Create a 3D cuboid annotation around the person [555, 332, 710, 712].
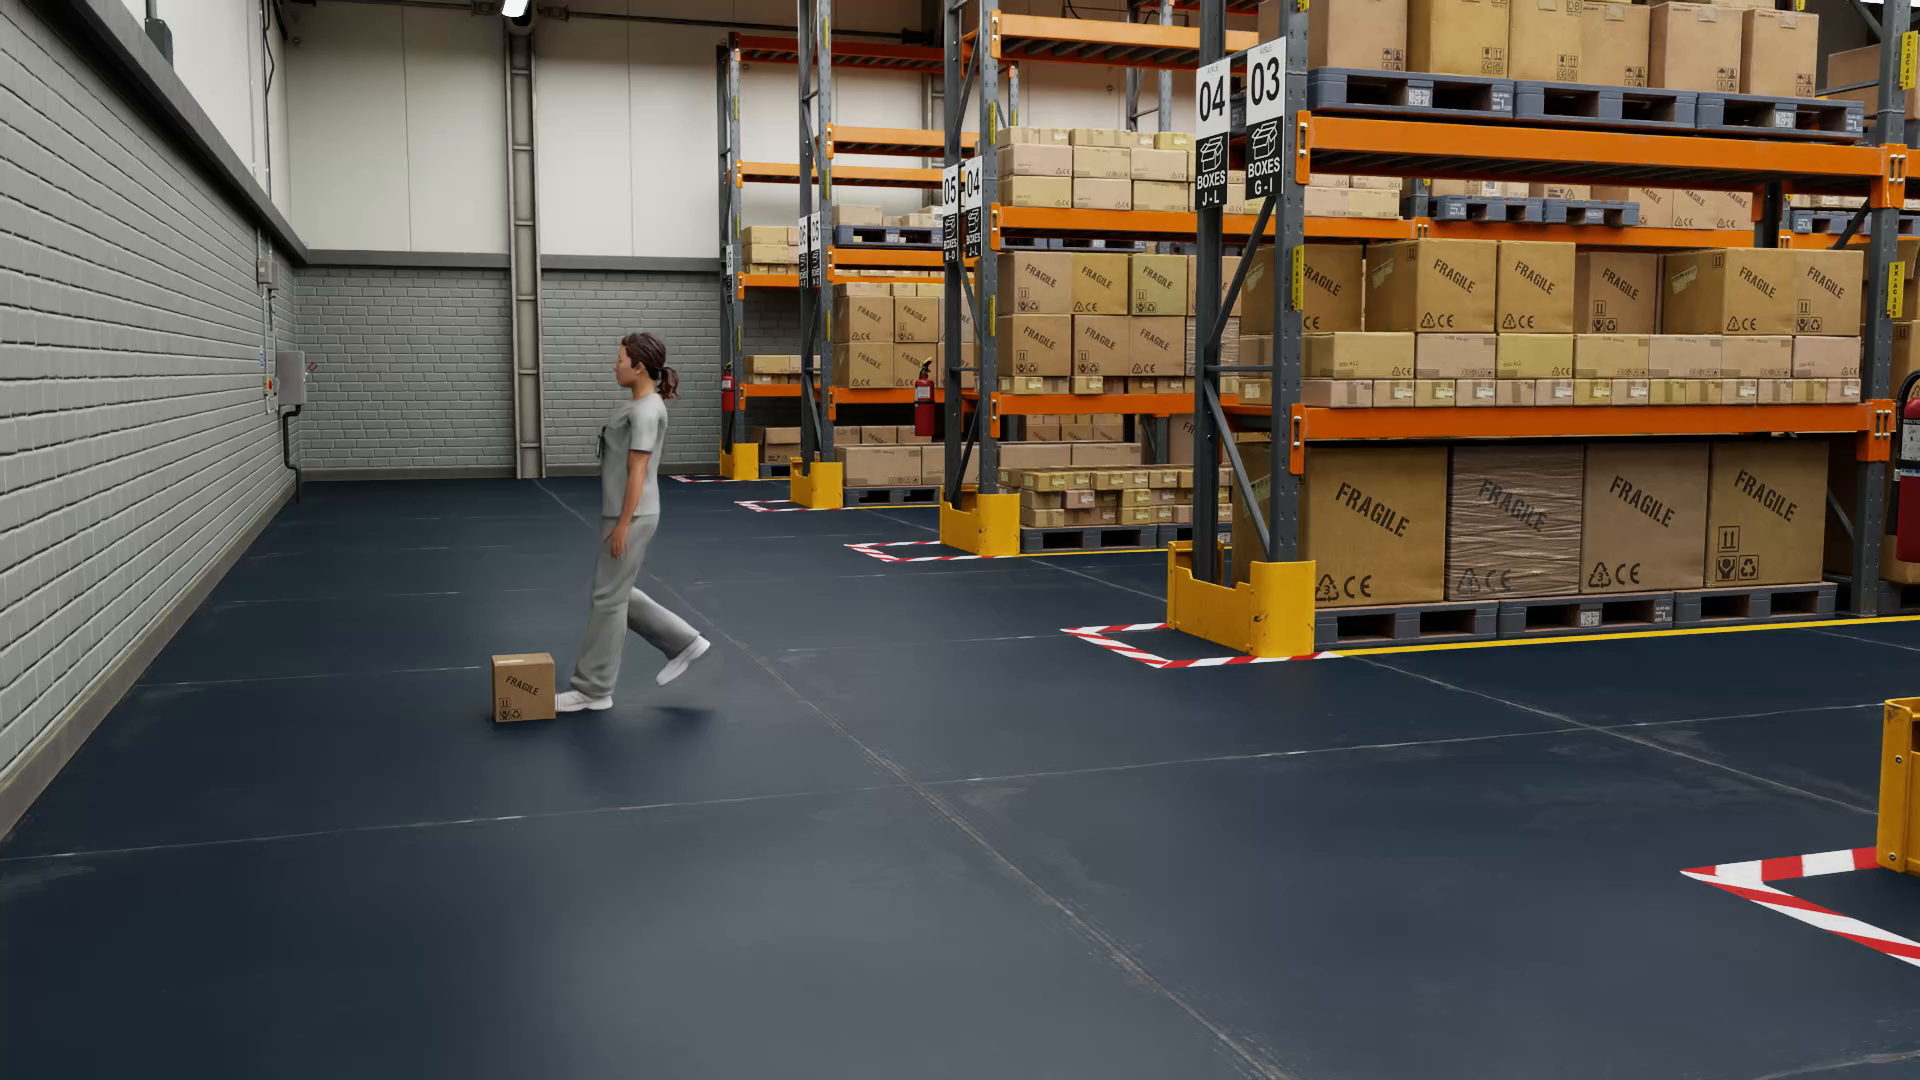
[{"bbox_3d":[-1.480,-0.084,7.329,0.743,1.653,0.462,-1,6,-11],"label":"person"}]
